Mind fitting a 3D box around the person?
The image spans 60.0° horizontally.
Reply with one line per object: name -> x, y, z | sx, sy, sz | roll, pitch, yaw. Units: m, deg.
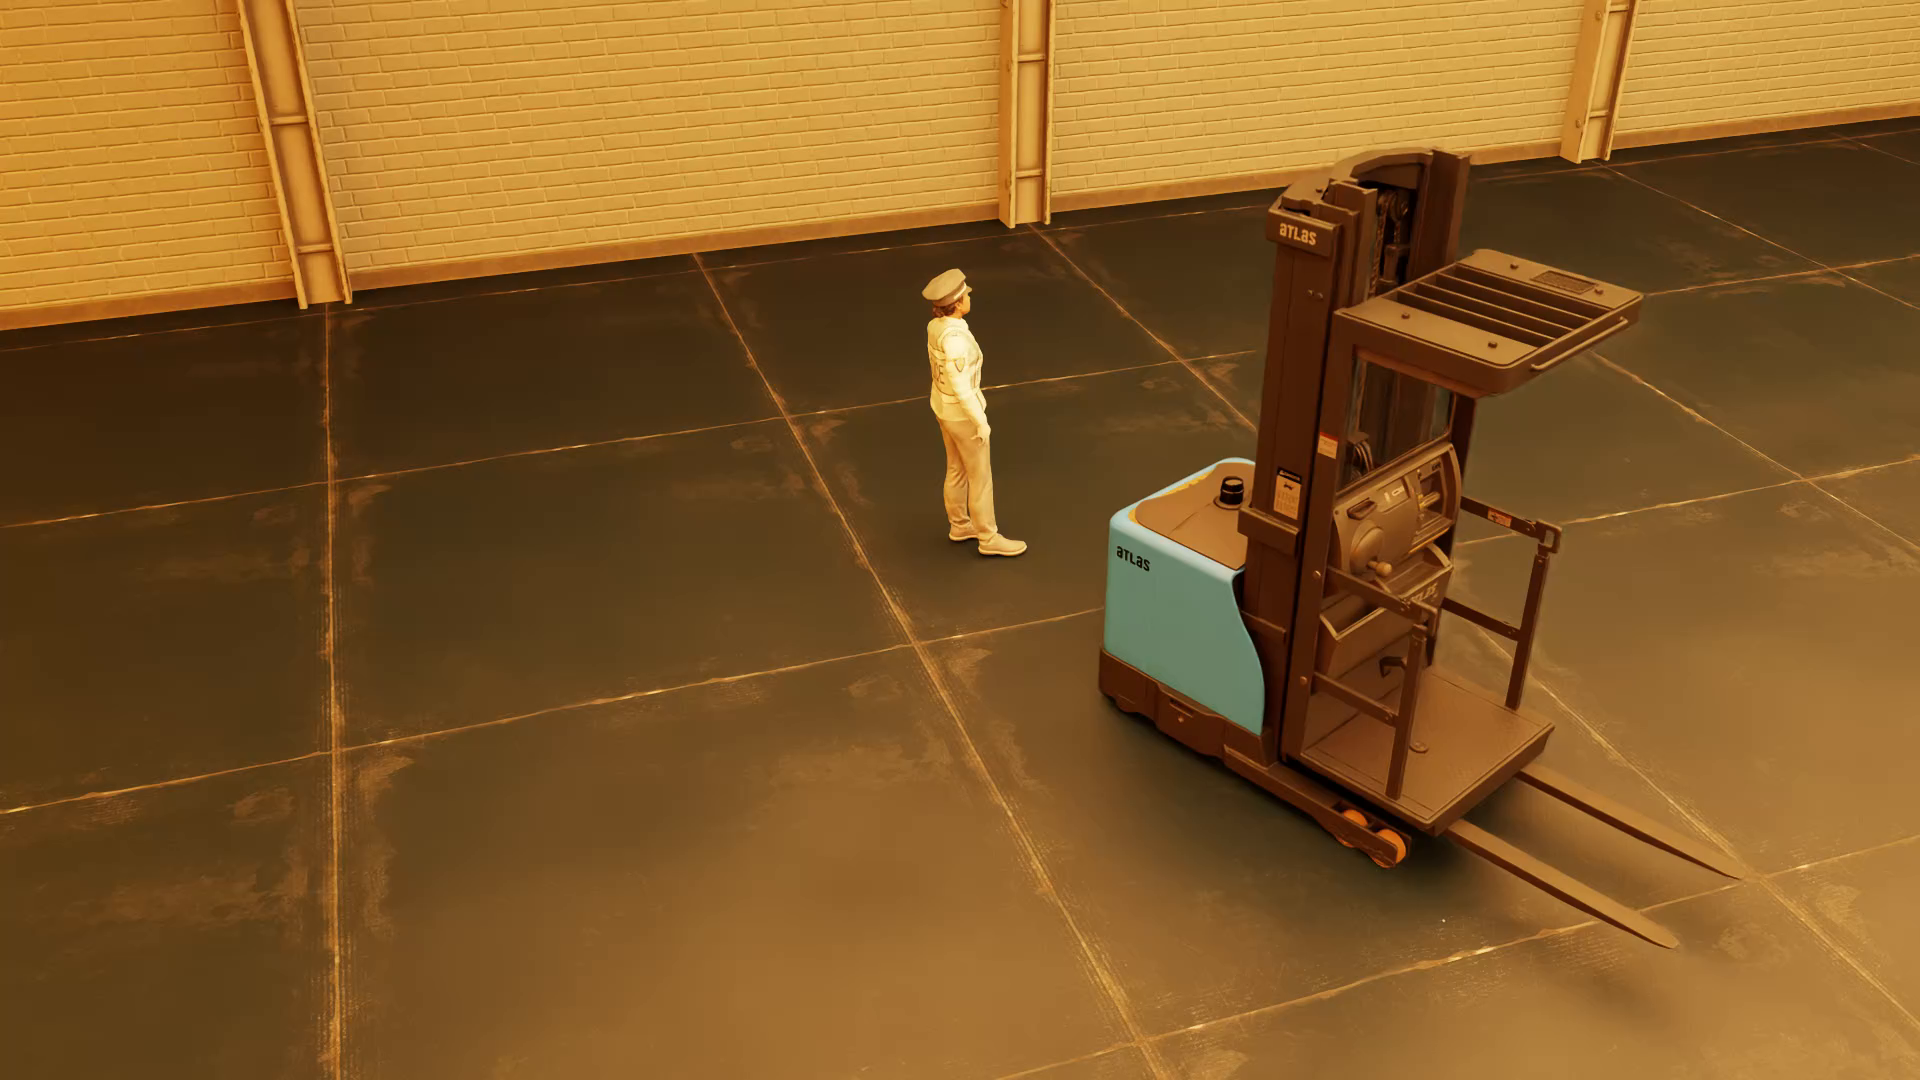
person -> 0.068, -0.748, 9.613 | 0.530, 1.694, 0.587 | -10, 31, -16

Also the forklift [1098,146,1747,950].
forklift -> 2.088, -0.090, 7.244 | 1.130, 2.935, 3.031 | -25, 38, -36
